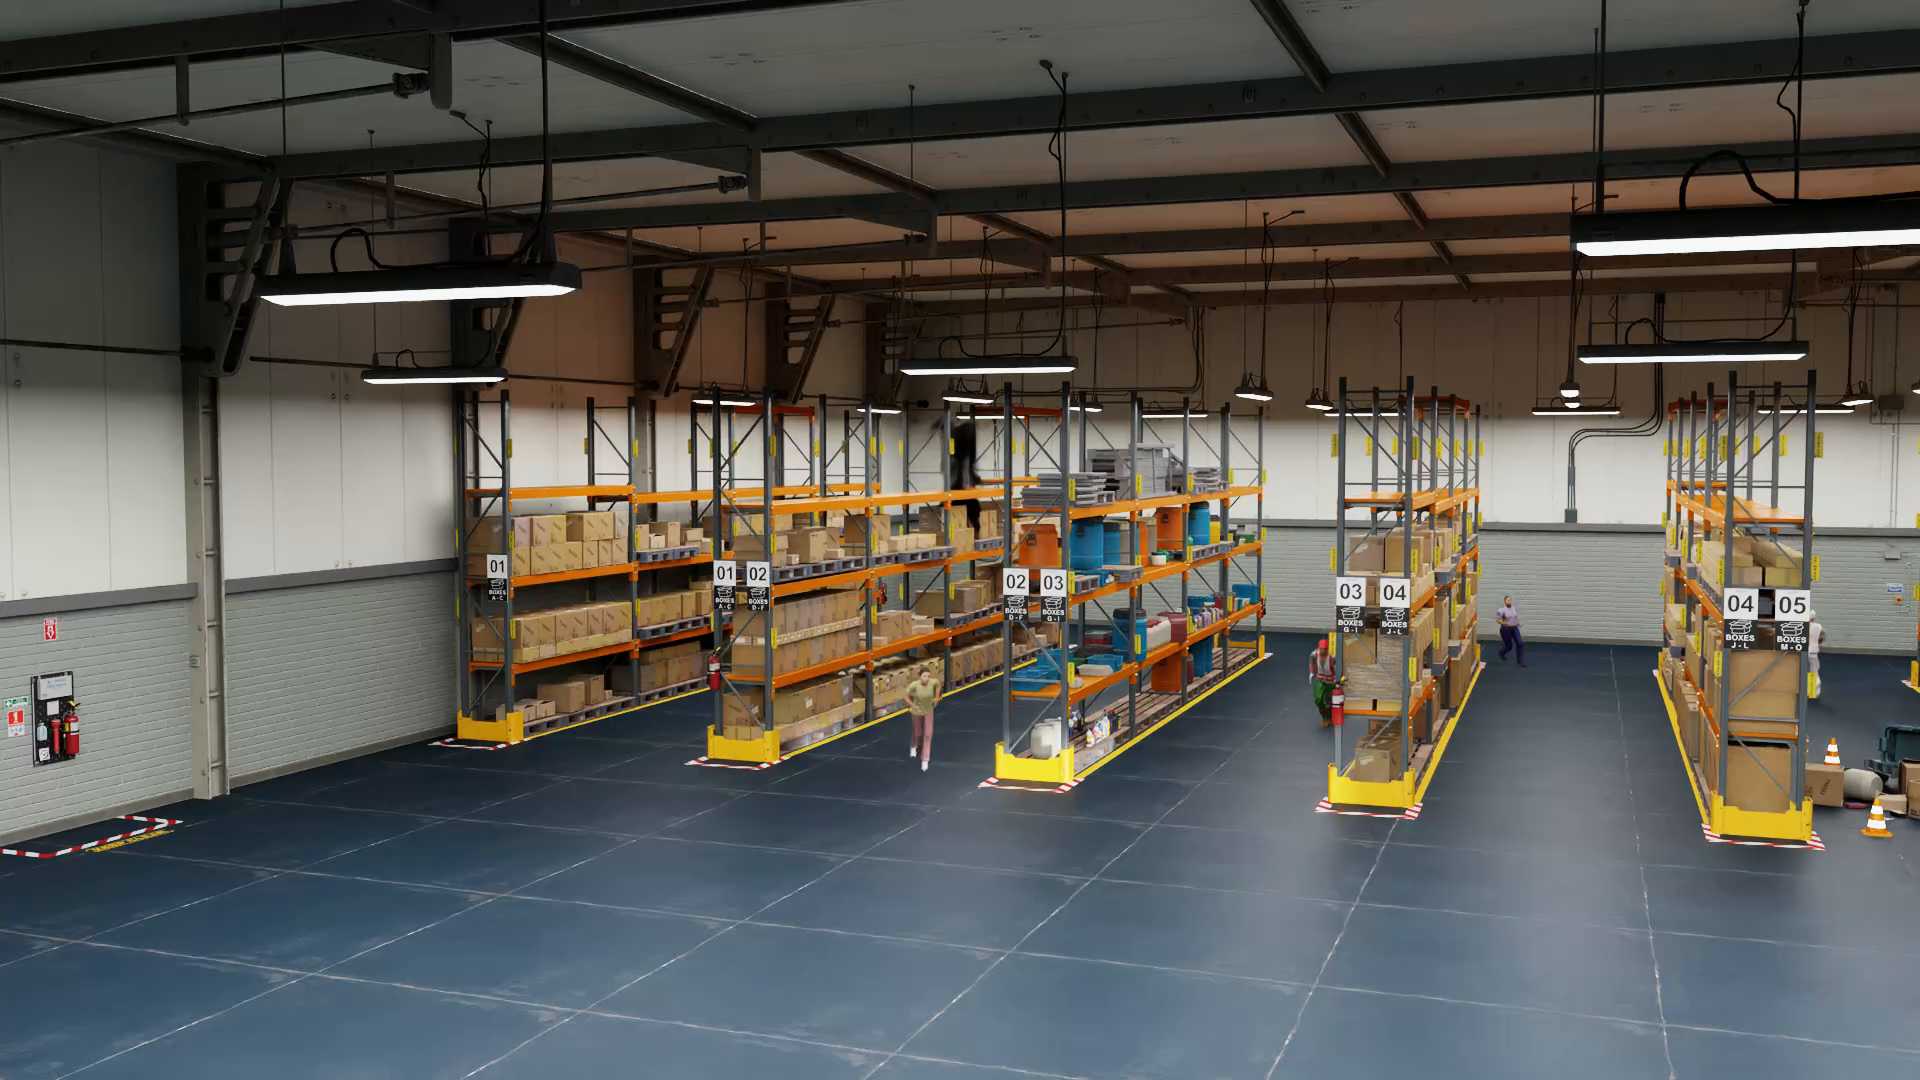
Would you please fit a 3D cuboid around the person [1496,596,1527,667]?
[{"bbox_3d":[12.649,2.116,38.335,0.647,1.603,0.772,-1,3,-16],"label":"person"}]

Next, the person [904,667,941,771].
[{"bbox_3d":[-0.622,2.775,26.292,0.614,1.624,1.004,-1,3,-18],"label":"person"}]

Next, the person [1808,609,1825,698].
[{"bbox_3d":[16.932,2.274,33.239,0.671,1.783,0.884,1,3,14],"label":"person"}]

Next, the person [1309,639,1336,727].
[{"bbox_3d":[6.650,2.560,30.067,0.663,1.618,1.091,1,3,25],"label":"person"}]
